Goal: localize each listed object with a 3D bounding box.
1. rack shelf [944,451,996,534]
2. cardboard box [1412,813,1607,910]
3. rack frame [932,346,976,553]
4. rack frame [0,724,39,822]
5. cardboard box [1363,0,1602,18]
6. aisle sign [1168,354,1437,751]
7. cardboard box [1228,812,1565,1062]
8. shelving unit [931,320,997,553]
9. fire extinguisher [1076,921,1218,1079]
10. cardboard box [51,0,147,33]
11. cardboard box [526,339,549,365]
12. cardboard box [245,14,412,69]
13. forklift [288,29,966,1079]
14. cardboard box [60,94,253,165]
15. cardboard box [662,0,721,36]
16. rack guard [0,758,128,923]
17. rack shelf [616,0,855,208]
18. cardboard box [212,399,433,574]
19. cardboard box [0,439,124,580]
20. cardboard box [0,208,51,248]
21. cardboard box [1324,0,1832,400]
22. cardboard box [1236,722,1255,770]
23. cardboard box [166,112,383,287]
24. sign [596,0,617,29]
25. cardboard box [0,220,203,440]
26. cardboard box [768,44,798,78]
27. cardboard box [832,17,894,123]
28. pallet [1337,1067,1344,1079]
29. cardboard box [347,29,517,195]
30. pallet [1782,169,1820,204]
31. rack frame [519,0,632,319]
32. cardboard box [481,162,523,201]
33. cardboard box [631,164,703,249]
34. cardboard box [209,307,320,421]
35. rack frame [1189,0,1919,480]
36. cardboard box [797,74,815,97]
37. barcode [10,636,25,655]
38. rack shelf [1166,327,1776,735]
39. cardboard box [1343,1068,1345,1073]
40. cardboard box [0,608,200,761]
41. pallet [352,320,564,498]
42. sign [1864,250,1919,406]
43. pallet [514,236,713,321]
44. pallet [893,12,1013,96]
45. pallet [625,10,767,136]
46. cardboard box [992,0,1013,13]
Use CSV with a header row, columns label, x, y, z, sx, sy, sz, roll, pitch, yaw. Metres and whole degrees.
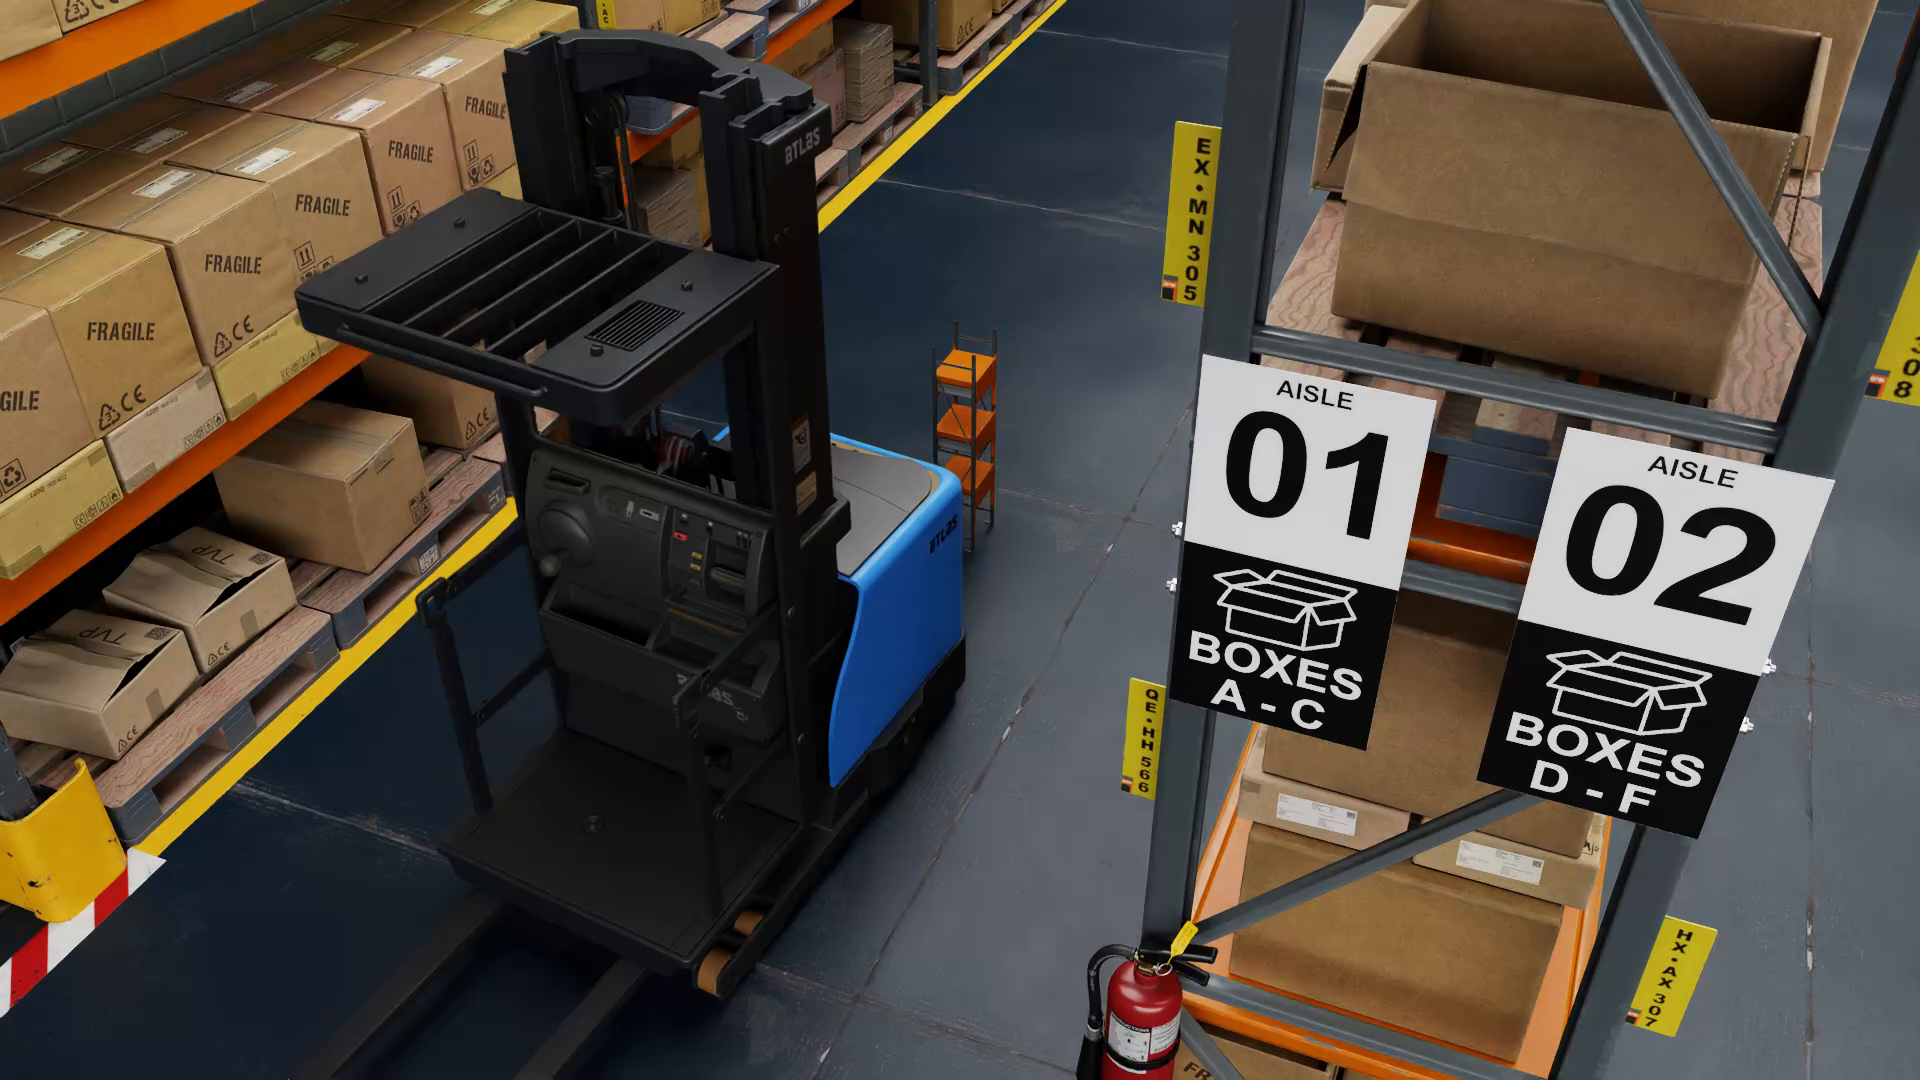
label,x,y,z,sx,sy,sz,roll,pitch,yaw
rack shelf,0.020,-0.219,7.648,0.215,0.259,0.240,14,39,18
cardboard box,1.242,0.648,3.753,0.380,0.149,0.250,14,39,17
rack frame,-0.026,-0.383,7.385,0.200,1.050,0.008,14,39,18
rack frame,-3.689,-0.011,5.259,1.000,3.000,0.127,14,39,18
cardboard box,1.300,-1.280,4.058,0.500,0.311,0.500,19,41,23
aisle sign,0.597,0.044,3.014,0.394,0.787,0.004,14,39,18
cardboard box,1.083,0.820,4.064,0.700,0.500,0.500,14,39,18
shelving unit,0.020,-0.450,7.475,0.215,1.050,0.252,14,39,18
fire extinguisher,0.419,1.106,3.829,0.296,0.674,0.183,14,39,18
cardboard box,-2.899,-1.966,5.269,0.500,0.500,0.500,16,40,20
cardboard box,-2.342,-0.964,8.533,0.380,0.166,0.250,9,38,12
cardboard box,-2.739,-1.975,7.370,0.500,0.500,0.500,14,39,17
forklift,-1.121,0.068,5.211,1.130,2.935,3.031,18,40,22
cardboard box,-3.121,-1.411,6.614,0.500,0.500,0.500,14,39,18
cardboard box,-1.722,-3.023,8.838,0.700,0.500,0.500,18,40,22
rack guard,-3.660,0.949,6.063,1.175,0.500,0.348,14,39,18
rack shelf,-1.406,-3.044,9.918,1.077,0.370,4.000,14,39,18
cardboard box,-2.800,-0.259,7.311,0.700,0.500,0.500,11,38,15
cardboard box,-3.209,-0.156,5.562,0.500,0.250,0.500,13,39,16
cardboard box,-3.505,-0.845,5.857,0.500,0.500,0.500,14,39,18
cardboard box,1.116,-0.669,3.080,0.797,0.503,0.637,17,40,21
cardboard box,1.190,0.827,5.458,0.500,0.500,0.500,14,39,18
cardboard box,-2.644,-1.299,6.465,0.500,0.500,0.500,15,39,19
sign,-1.662,-2.453,7.803,0.100,0.325,0.005,14,39,18
cardboard box,-3.032,-0.726,5.698,0.500,0.500,0.500,14,39,18
cardboard box,-1.336,-2.918,10.242,0.500,0.250,0.500,14,39,18
cardboard box,-0.870,-3.204,11.252,0.700,0.500,0.500,14,39,18
pallet,1.146,1.800,5.166,1.003,0.211,1.213,14,39,18
cardboard box,-2.245,-1.864,7.220,0.500,0.500,0.500,14,39,17
pallet,1.650,-1.114,4.303,1.003,0.211,1.213,14,39,18
rack frame,-2.167,-2.225,8.222,1.000,3.000,0.127,14,39,18
cardboard box,-2.264,-1.568,7.451,0.500,0.250,0.500,14,39,18
cardboard box,-1.902,-1.812,9.389,0.700,0.500,0.500,15,39,19
cardboard box,-2.826,-0.728,6.327,0.500,0.250,0.500,13,39,17
rack frame,0.894,-1.287,1.956,1.000,3.000,0.127,14,39,18
cardboard box,-1.337,-2.664,10.529,0.700,0.500,0.500,14,39,18
barcode,-3.705,0.423,6.550,0.001,0.075,0.075,14,39,18
rack shelf,1.655,-0.905,4.551,1.077,0.370,4.000,14,39,18
cardboard box,1.490,1.525,5.150,0.500,0.250,0.500,14,39,18
cardboard box,-3.342,0.528,6.417,0.500,0.311,0.500,10,38,13
pallet,-2.390,-0.728,8.548,1.003,0.211,1.213,14,39,18
sign,1.405,-0.338,2.395,0.100,0.325,0.005,14,39,18
pallet,-1.872,-1.540,9.634,1.003,0.211,1.213,14,39,18
pallet,-0.275,-3.742,12.580,1.003,0.211,1.213,14,39,18
pallet,-1.741,-2.538,8.801,1.003,0.211,1.213,14,39,18
cardboard box,0.096,-4.608,12.854,0.750,0.750,0.750,14,39,18
